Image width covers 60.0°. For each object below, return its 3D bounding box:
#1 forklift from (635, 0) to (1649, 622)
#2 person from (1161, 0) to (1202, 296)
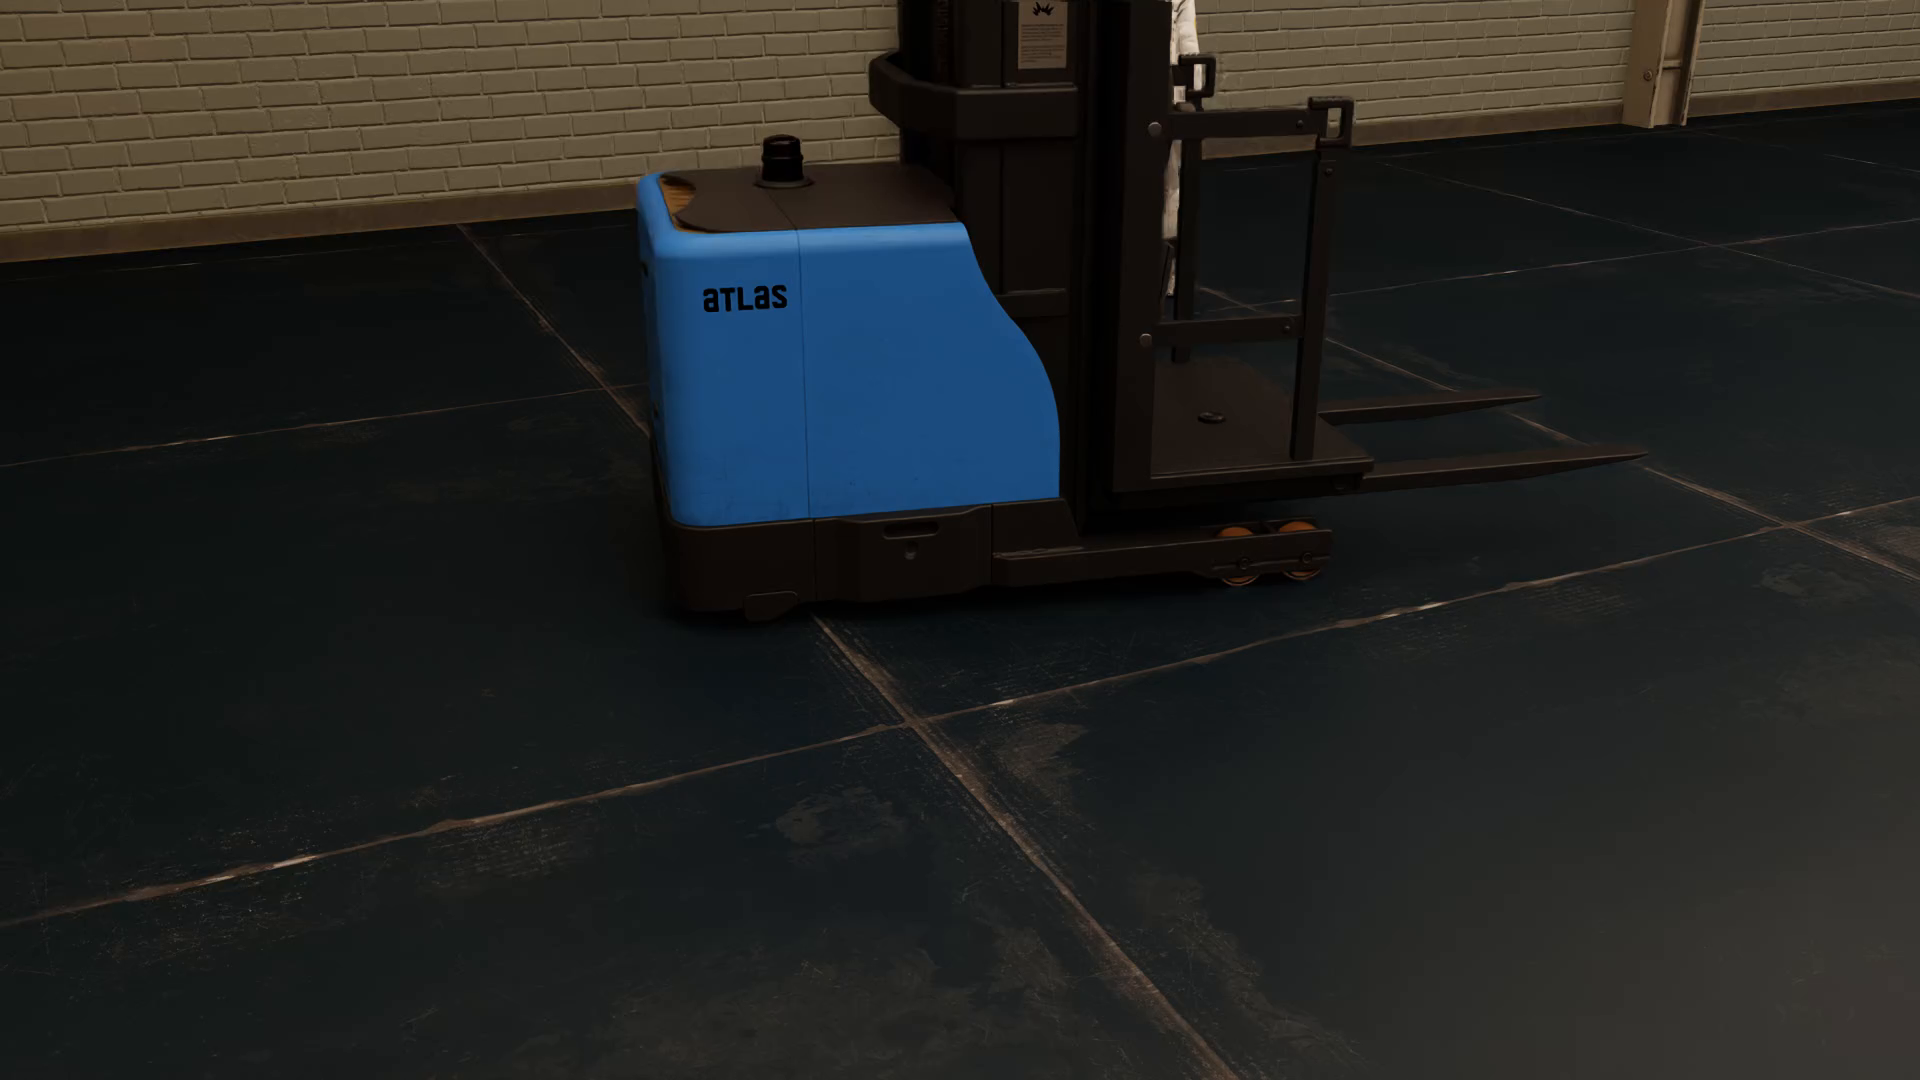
[{"bbox_3d":[0.598,-1.413,4.687,3.031,2.935,1.130,-5,23,-12],"label":"forklift"},{"bbox_3d":[0.851,-1.963,7.669,0.529,1.663,0.374,6,23,14],"label":"person"}]
